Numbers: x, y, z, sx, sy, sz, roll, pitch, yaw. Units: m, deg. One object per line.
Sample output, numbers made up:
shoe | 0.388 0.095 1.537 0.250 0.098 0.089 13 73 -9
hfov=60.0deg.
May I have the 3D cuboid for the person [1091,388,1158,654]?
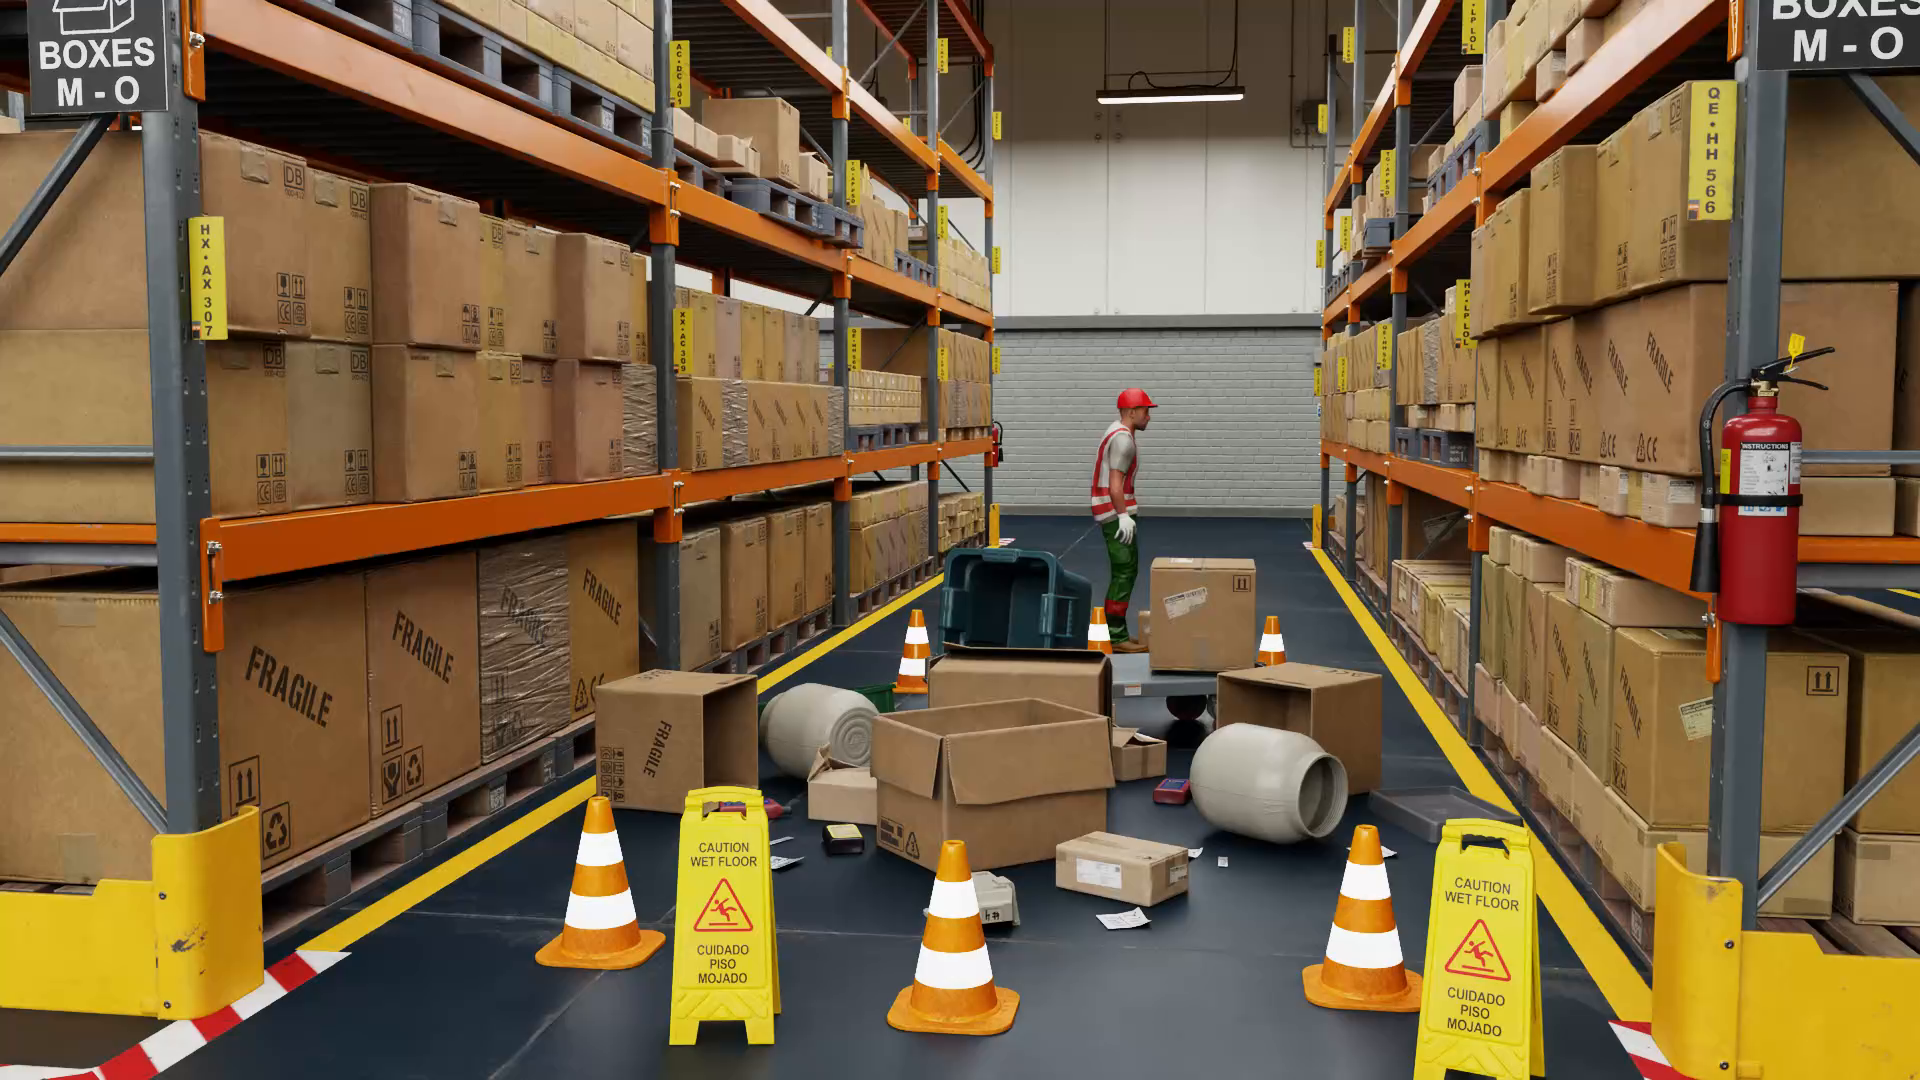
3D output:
person | 1.114 -0.138 11.286 0.452 1.777 0.610 0 4 6
